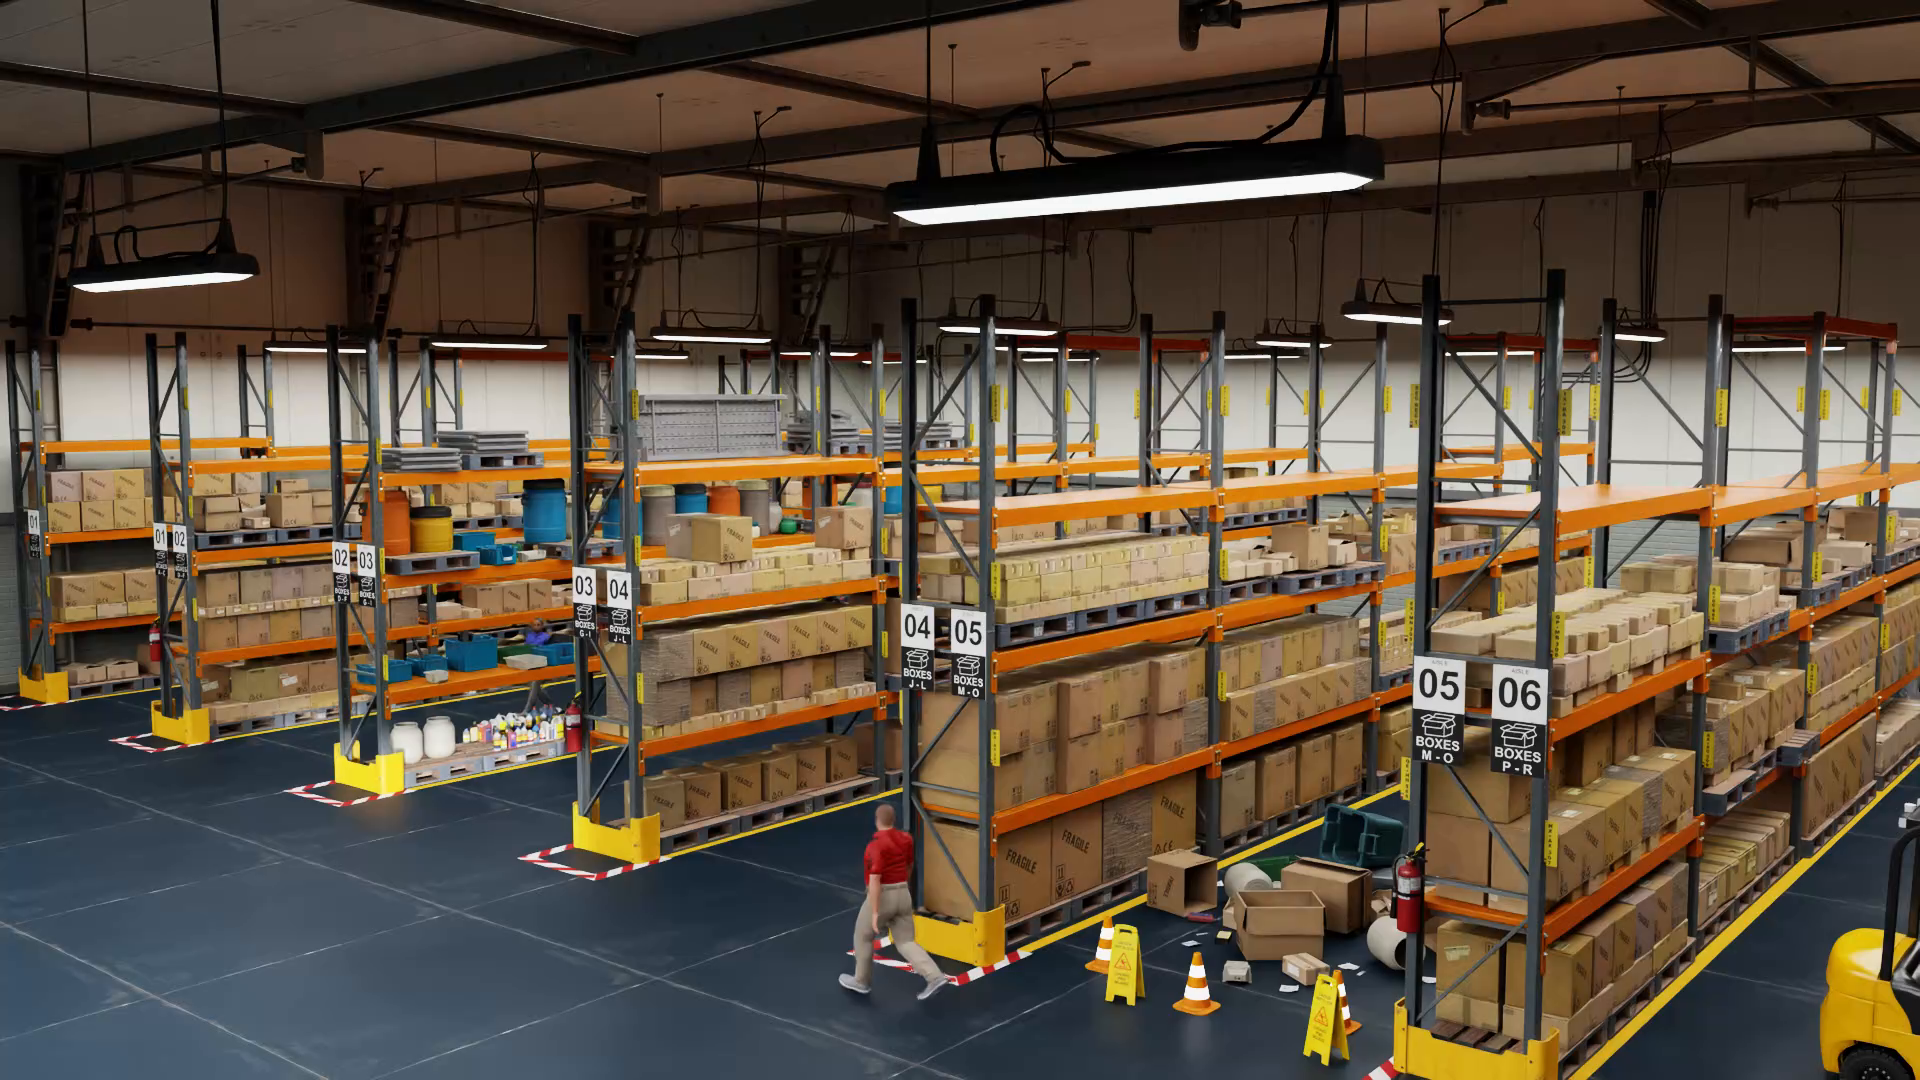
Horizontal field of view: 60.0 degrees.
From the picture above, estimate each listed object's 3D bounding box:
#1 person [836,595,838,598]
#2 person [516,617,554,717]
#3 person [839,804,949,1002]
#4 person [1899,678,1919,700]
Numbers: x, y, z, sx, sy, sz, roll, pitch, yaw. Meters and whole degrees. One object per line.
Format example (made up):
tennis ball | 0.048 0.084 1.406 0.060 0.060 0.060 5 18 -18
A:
person | -3.196 0.802 39.252 0.479 1.613 1.028 5 7 43
person | -6.720 2.008 26.293 0.422 1.558 1.087 2 6 21
person | -0.581 3.064 14.079 1.064 1.662 0.611 5 7 43
person | 15.415 1.843 27.105 0.478 1.802 0.569 1 5 15
